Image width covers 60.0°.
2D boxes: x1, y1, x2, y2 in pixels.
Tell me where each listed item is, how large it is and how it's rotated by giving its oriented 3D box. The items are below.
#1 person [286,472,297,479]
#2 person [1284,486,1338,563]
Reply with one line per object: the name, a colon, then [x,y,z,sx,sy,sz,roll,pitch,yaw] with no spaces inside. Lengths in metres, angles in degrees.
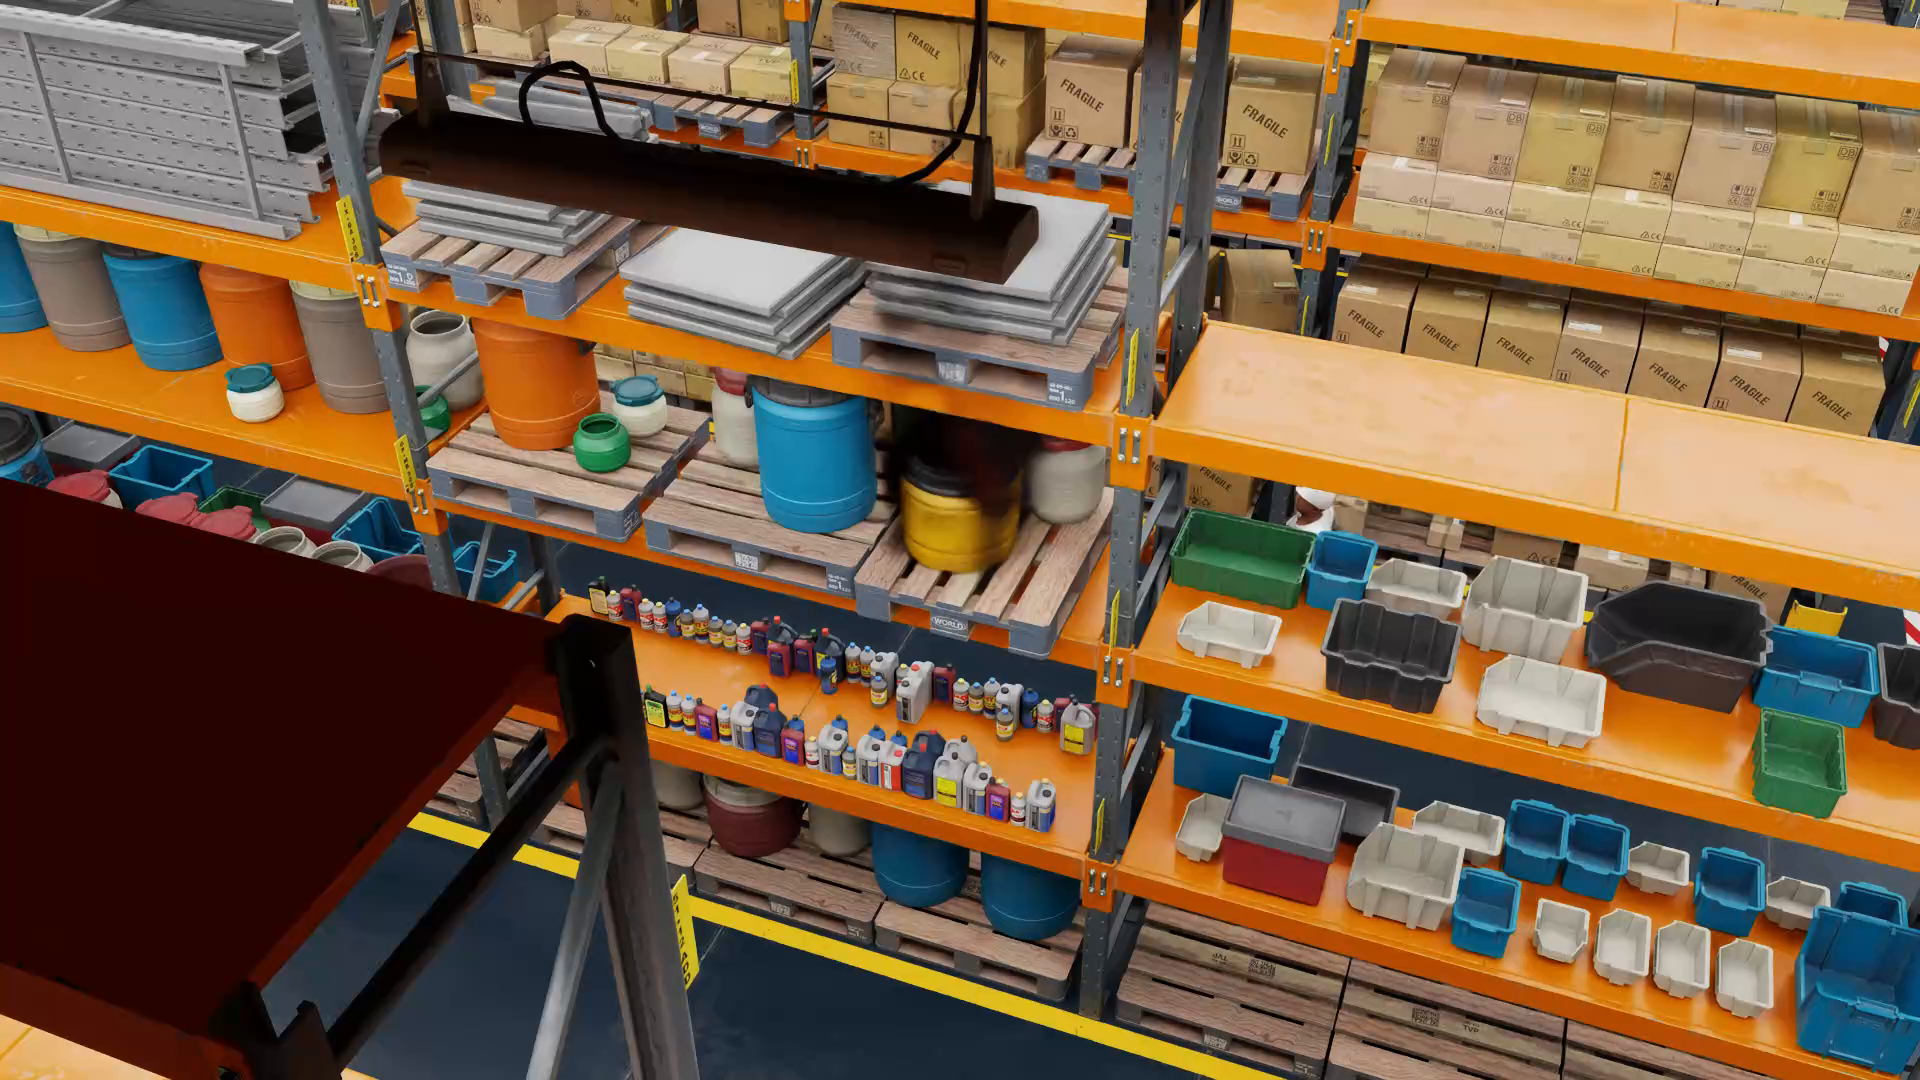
person: [-5.299,-0.911,13.224,0.723,1.720,0.543,6,37,8]
person: [2.362,0.305,11.514,0.840,1.752,0.696,8,37,10]
